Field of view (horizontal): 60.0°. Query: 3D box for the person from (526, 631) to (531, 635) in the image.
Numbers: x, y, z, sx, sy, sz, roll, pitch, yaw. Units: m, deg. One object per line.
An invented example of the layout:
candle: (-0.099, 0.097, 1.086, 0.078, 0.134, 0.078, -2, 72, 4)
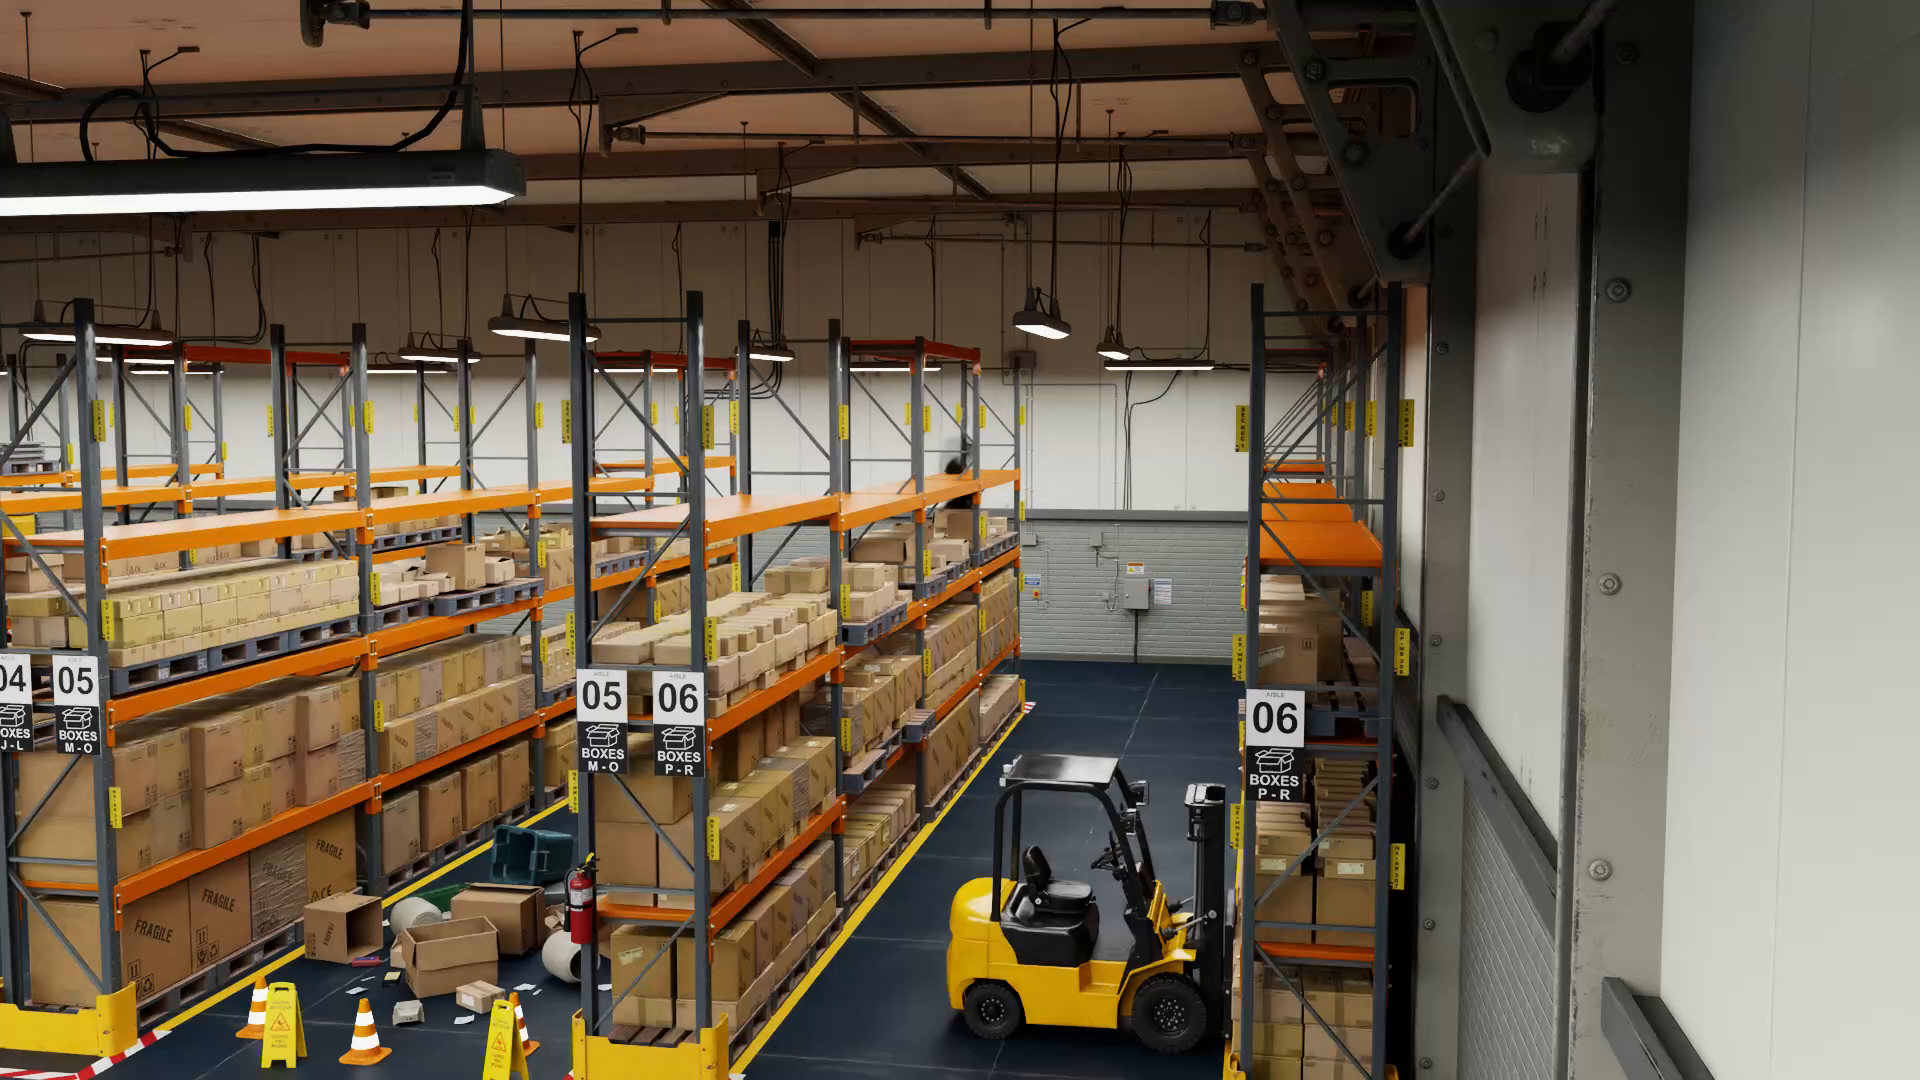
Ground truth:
person: (-6.748, 2.259, 26.301, 0.581, 1.611, 0.513, 2, 5, 20)
